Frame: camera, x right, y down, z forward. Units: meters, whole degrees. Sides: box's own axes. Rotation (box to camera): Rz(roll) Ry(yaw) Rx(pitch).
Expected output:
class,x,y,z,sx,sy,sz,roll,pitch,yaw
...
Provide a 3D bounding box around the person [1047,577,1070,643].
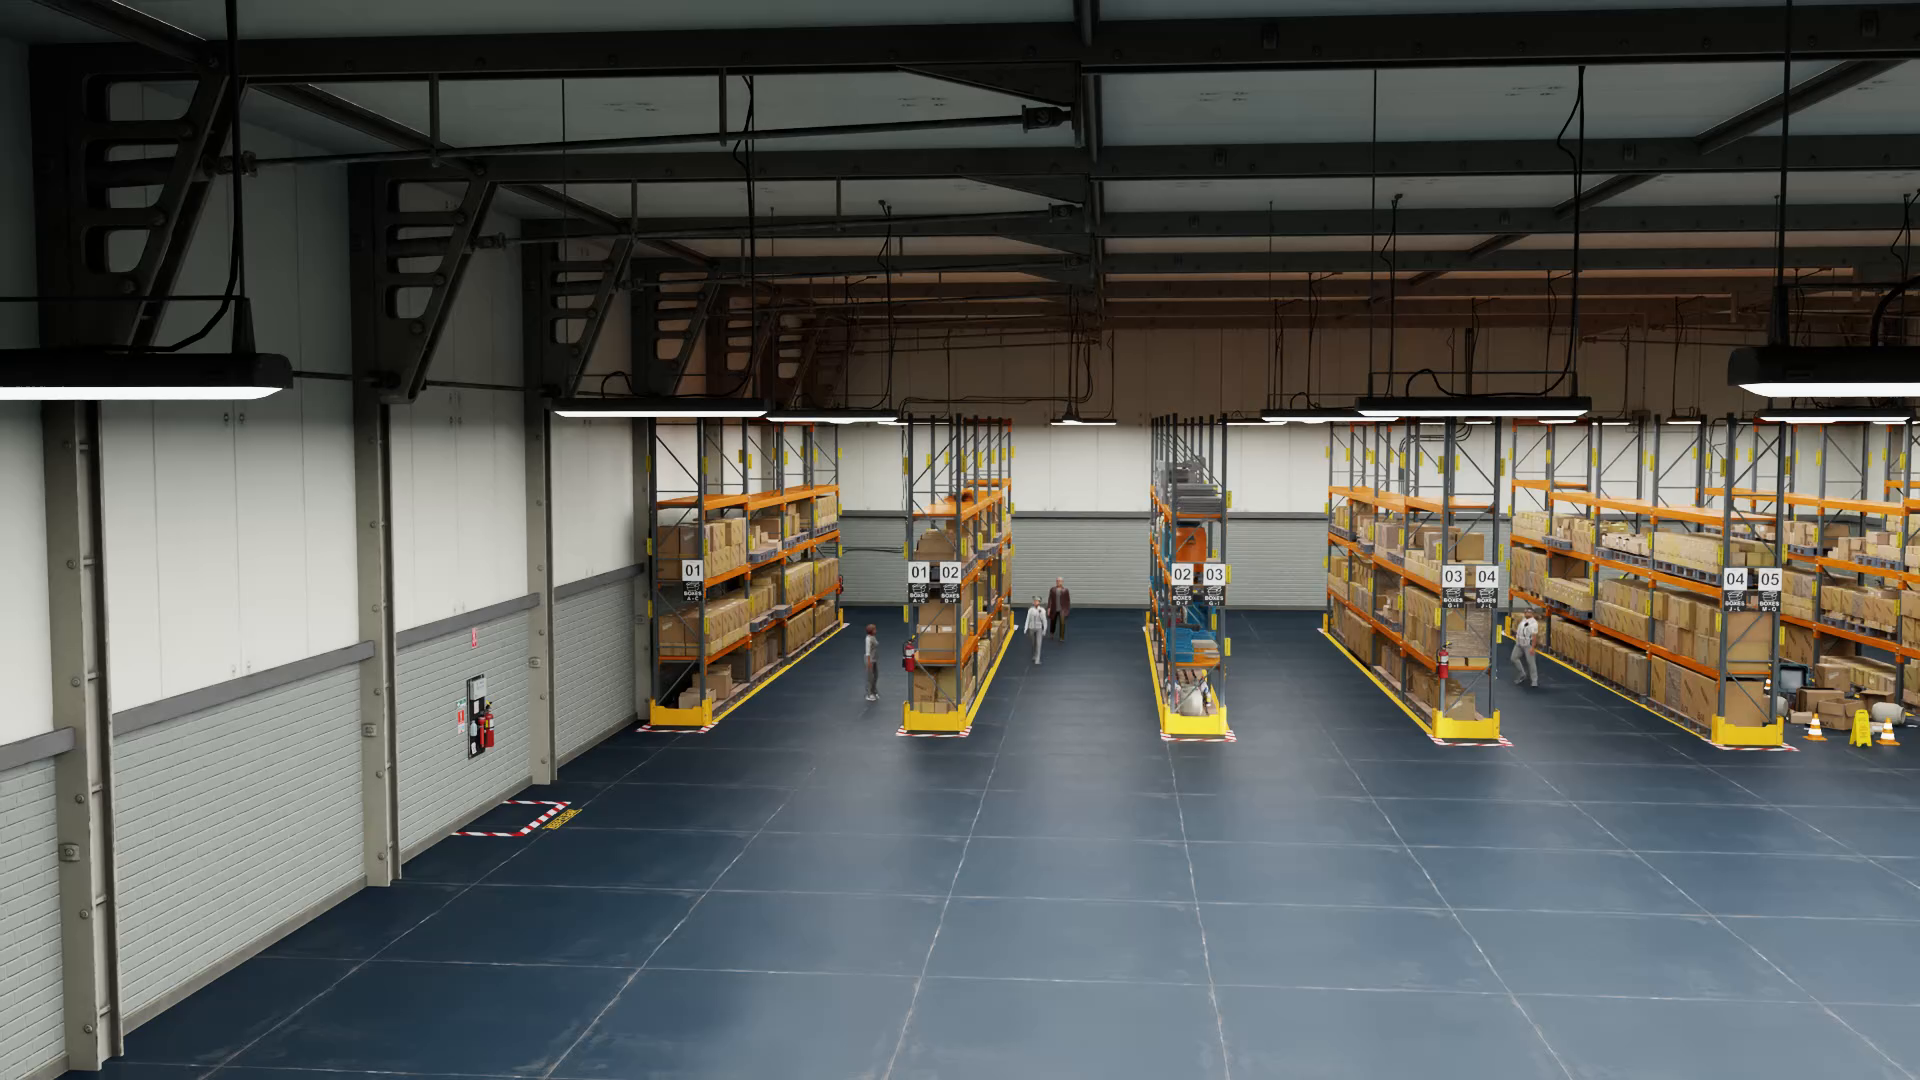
class,x,y,z,sx,sy,sz,roll,pitch,yaw
person,2.642,1.855,44.491,0.627,1.723,0.931,0,4,3

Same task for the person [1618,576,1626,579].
class,x,y,z,sx,sy,sz,roll,pitch,yaw
person,17.762,1.842,44.690,0.437,1.769,0.629,1,4,15

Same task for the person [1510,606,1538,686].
class,x,y,z,sx,sy,sz,roll,pitch,yaw
person,12.601,2.355,37.000,0.423,1.794,0.684,-2,4,-26

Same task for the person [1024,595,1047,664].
class,x,y,z,sx,sy,sz,roll,pitch,yaw
person,1.849,2.168,40.518,0.540,1.646,0.948,1,4,8

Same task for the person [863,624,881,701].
class,x,y,z,sx,sy,sz,roll,pitch,yaw
person,-1.868,2.596,35.098,0.332,1.659,0.500,1,4,19
